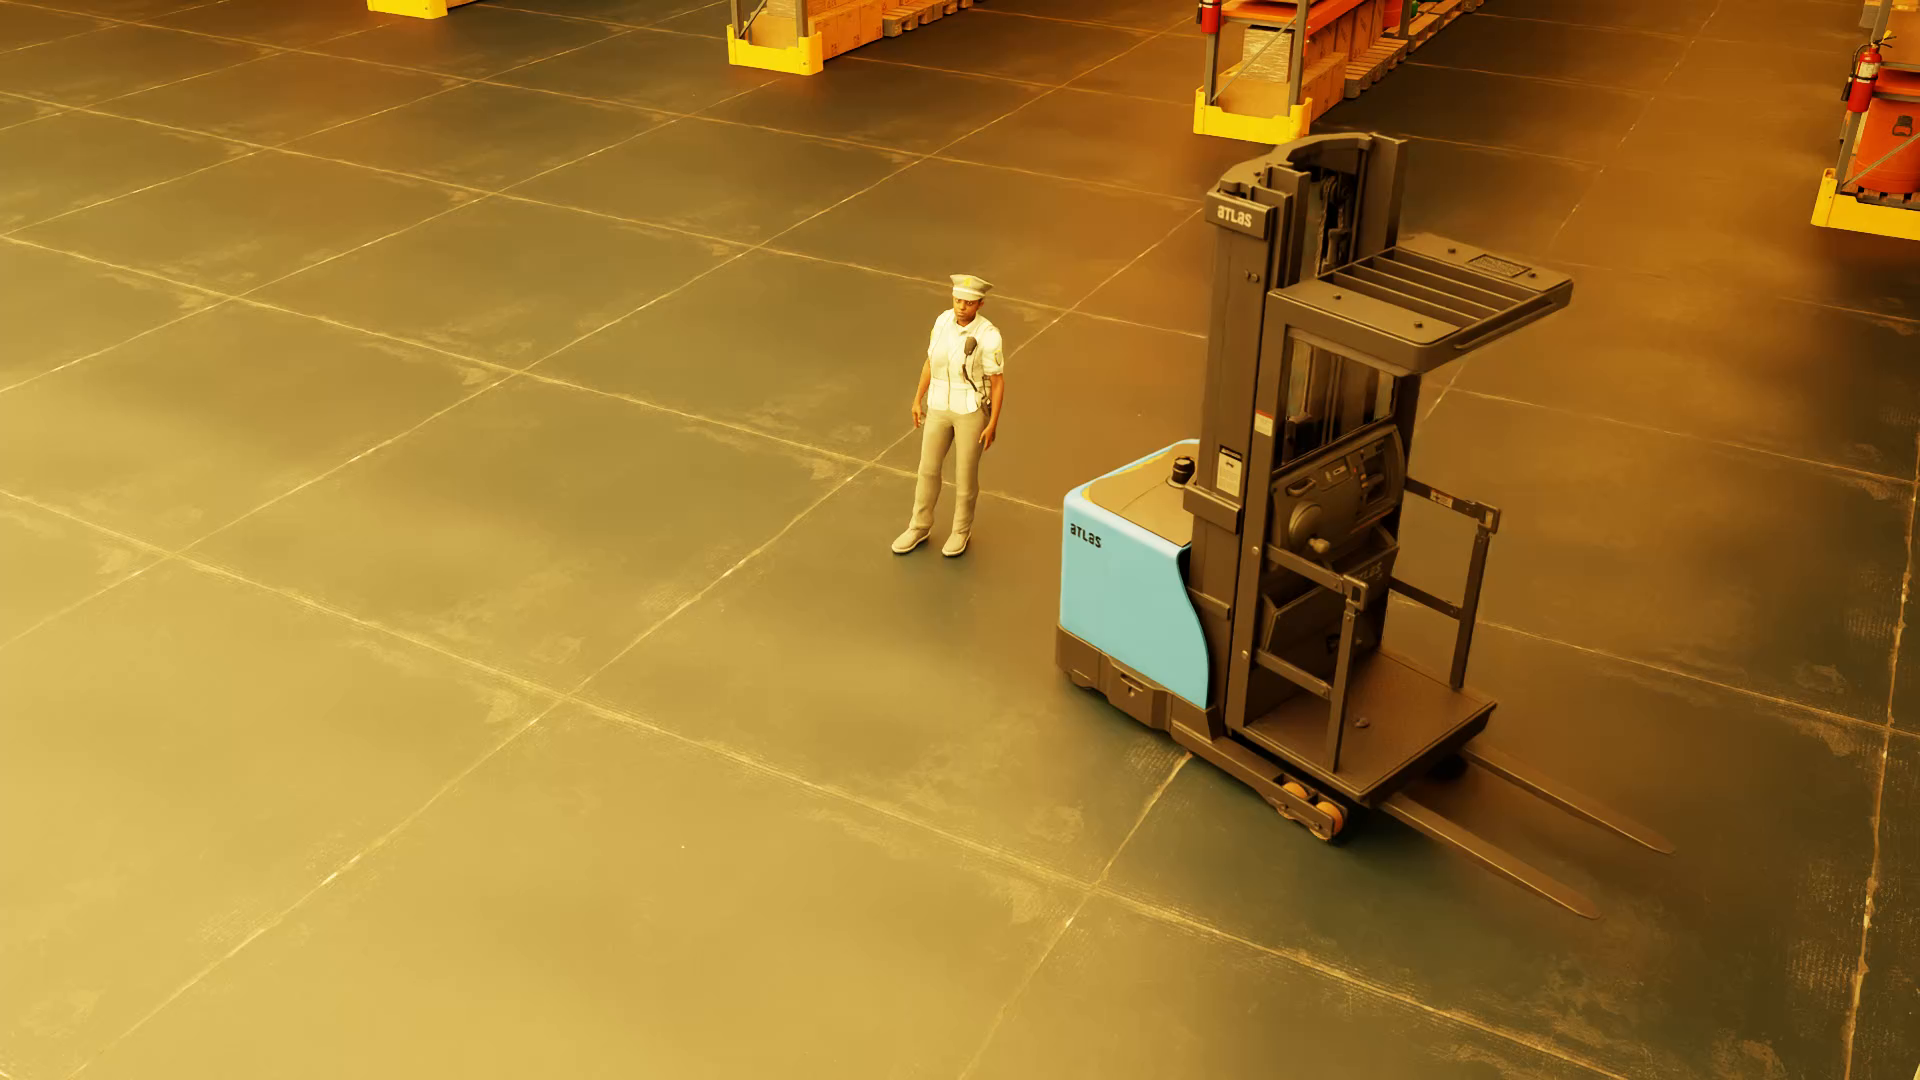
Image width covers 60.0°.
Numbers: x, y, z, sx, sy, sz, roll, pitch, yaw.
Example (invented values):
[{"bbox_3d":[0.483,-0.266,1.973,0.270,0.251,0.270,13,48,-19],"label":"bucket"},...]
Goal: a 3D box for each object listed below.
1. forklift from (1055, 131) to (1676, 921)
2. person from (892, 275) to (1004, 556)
[{"bbox_3d":[1.858,-0.187,7.394,1.130,2.935,3.031,-24,38,-35],"label":"forklift"},{"bbox_3d":[-0.053,-0.712,9.527,0.570,1.695,0.530,15,33,25],"label":"person"}]
